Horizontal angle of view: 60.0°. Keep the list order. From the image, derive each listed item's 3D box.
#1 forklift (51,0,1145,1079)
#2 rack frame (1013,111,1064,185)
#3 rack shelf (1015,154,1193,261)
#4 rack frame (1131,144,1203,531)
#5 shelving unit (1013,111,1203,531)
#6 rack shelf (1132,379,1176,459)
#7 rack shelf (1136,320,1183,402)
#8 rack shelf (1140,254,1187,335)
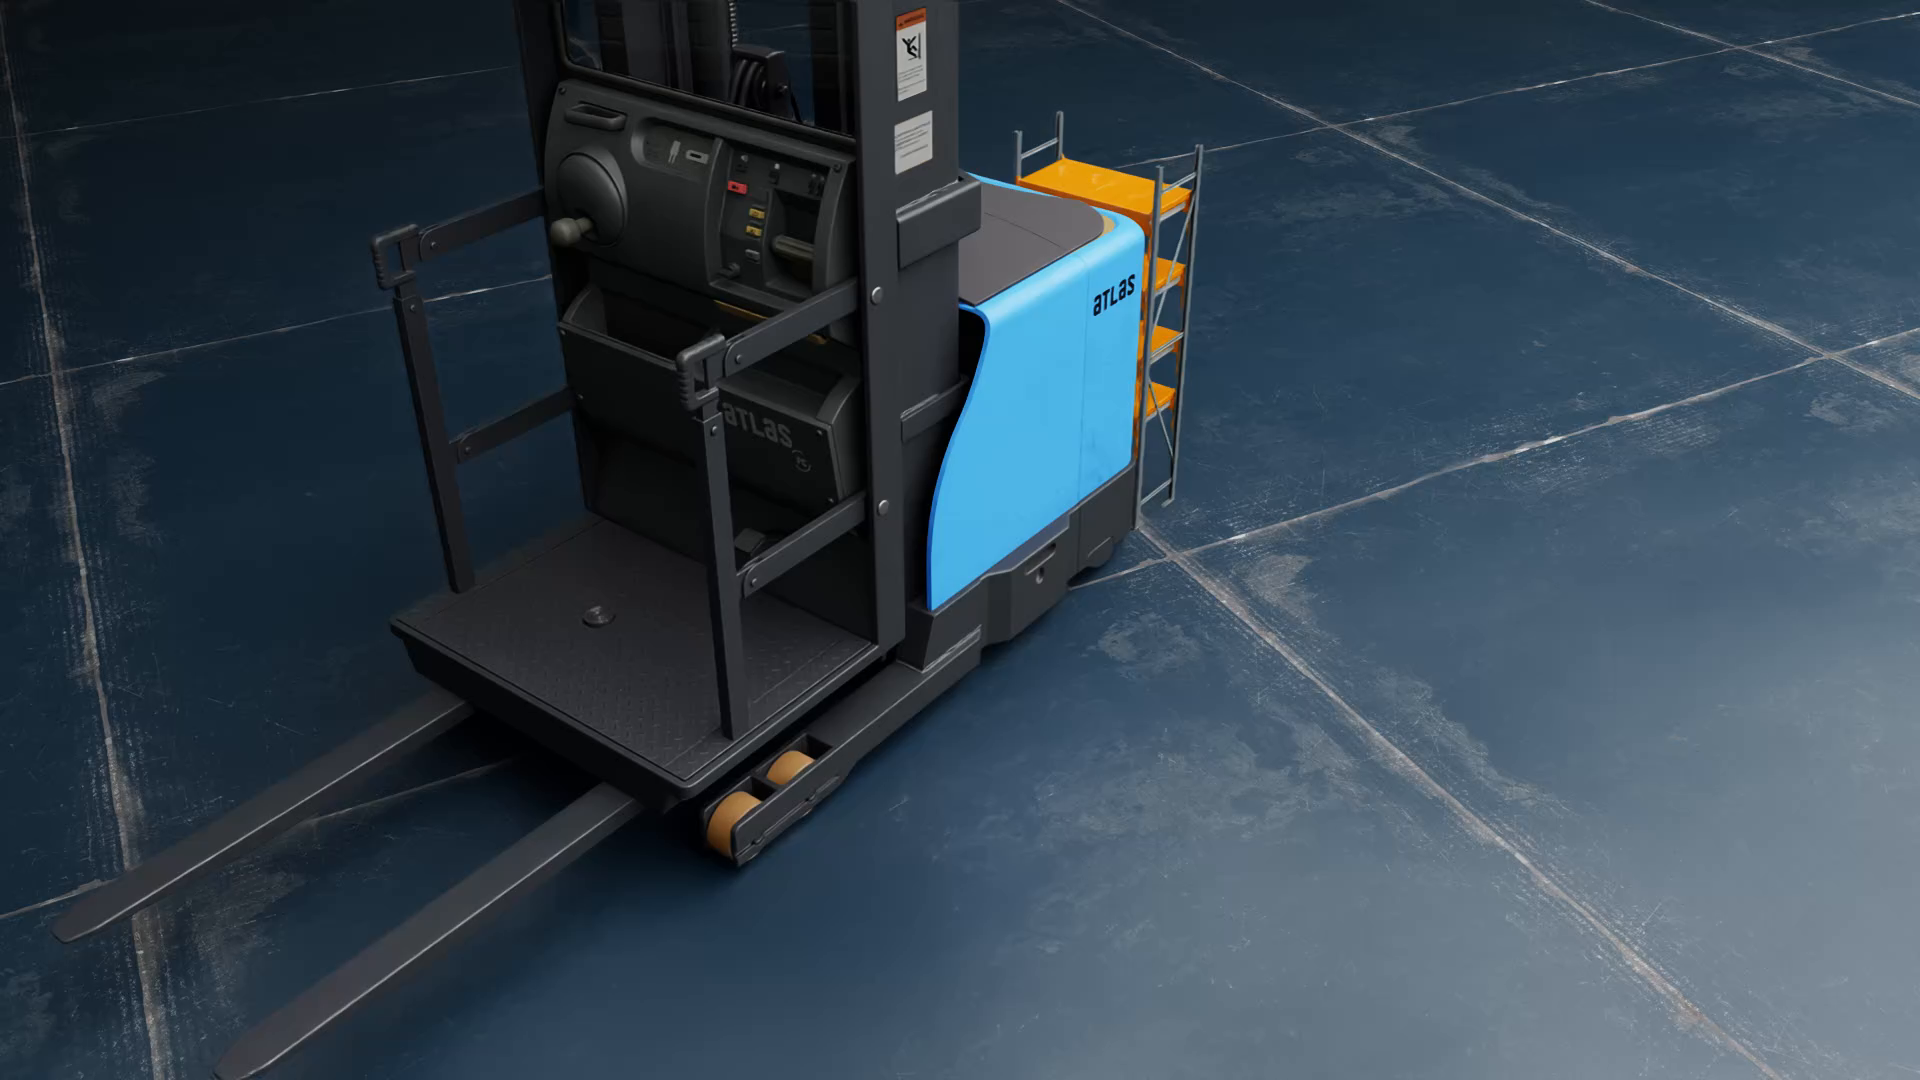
[{"bbox_3d":[-0.756,-0.756,3.713,1.130,2.935,3.031,22,39,31],"label":"forklift"},{"bbox_3d":[0.236,-0.747,5.304,0.015,1.200,0.240,22,39,31],"label":"rack frame"},{"bbox_3d":[0.431,-0.999,4.968,0.480,0.148,0.258,22,39,31],"label":"rack shelf"},{"bbox_3d":[0.625,-0.588,5.055,0.015,1.200,0.240,22,39,31],"label":"rack frame"},{"bbox_3d":[0.431,-0.667,5.179,0.503,1.200,0.258,22,39,31],"label":"shelving unit"},{"bbox_3d":[0.431,-0.444,5.323,0.480,0.148,0.258,22,39,31],"label":"rack shelf"},{"bbox_3d":[0.431,-0.611,5.216,0.480,0.148,0.258,22,39,31],"label":"rack shelf"},{"bbox_3d":[0.431,-0.799,5.095,0.480,0.148,0.258,22,39,31],"label":"rack shelf"}]
